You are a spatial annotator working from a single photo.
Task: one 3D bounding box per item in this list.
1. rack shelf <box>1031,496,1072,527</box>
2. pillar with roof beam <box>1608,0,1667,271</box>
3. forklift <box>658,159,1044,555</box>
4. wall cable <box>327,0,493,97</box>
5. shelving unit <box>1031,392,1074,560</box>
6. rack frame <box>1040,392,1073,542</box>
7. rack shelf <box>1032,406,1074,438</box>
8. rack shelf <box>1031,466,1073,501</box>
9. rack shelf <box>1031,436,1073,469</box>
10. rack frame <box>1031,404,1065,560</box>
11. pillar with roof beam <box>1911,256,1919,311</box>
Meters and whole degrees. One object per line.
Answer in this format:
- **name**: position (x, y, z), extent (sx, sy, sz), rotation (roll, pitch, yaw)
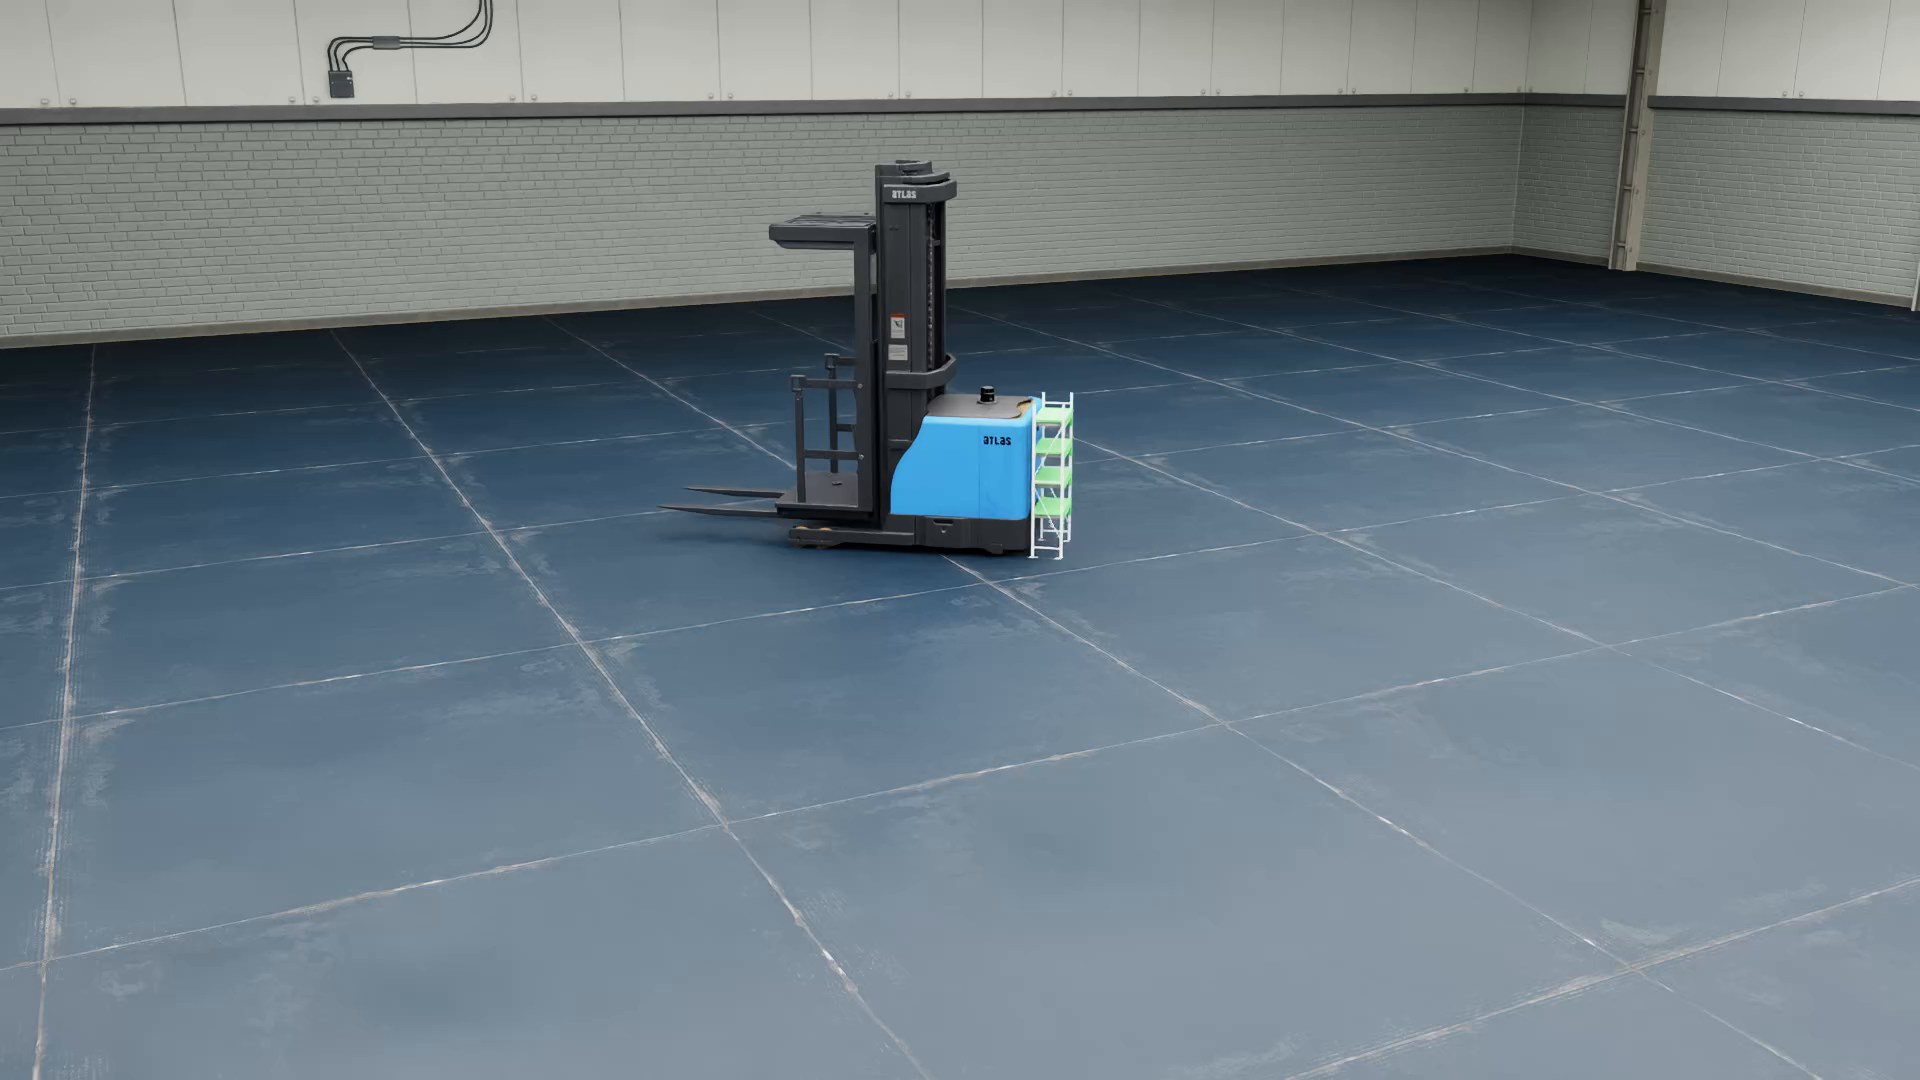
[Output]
- **rack shelf**: position (0.711, -0.209, 12.906), extent (0.258, 0.148, 0.480), rotation (3, 16, 10)
- **pillar with roof beam**: position (8.322, -8.786, 27.553), extent (9.100, 9.000, 0.400), rotation (-8, 18, -25)
- **forklift**: position (-0.882, -1.477, 13.085), extent (3.031, 2.935, 1.130), rotation (3, 16, 10)
- **wall cable**: position (-7.685, -9.168, 22.719), extent (2.305, 6.003, 0.169), rotation (-8, 18, -25)
- **shelving unit**: position (0.711, -0.501, 12.822), extent (0.258, 1.200, 0.503), rotation (3, 16, 10)
- **rack frame**: position (0.757, -0.567, 13.052), extent (0.240, 1.200, 0.015), rotation (3, 16, 10)
- **rack shelf**: position (0.711, -0.901, 12.707), extent (0.258, 0.148, 0.480), rotation (3, 16, 10)
- **rack shelf**: position (0.711, -0.440, 12.839), extent (0.258, 0.148, 0.480), rotation (3, 16, 10)
- **rack shelf**: position (0.711, -0.670, 12.773), extent (0.258, 0.148, 0.480), rotation (3, 16, 10)
- **rack frame**: position (0.665, -0.435, 12.591), extent (0.240, 1.200, 0.015), rotation (3, 16, 10)
- **pillar with roof beam**: position (10.951, -7.298, 22.369), extent (9.100, 9.000, 0.400), rotation (-8, 18, -25)
